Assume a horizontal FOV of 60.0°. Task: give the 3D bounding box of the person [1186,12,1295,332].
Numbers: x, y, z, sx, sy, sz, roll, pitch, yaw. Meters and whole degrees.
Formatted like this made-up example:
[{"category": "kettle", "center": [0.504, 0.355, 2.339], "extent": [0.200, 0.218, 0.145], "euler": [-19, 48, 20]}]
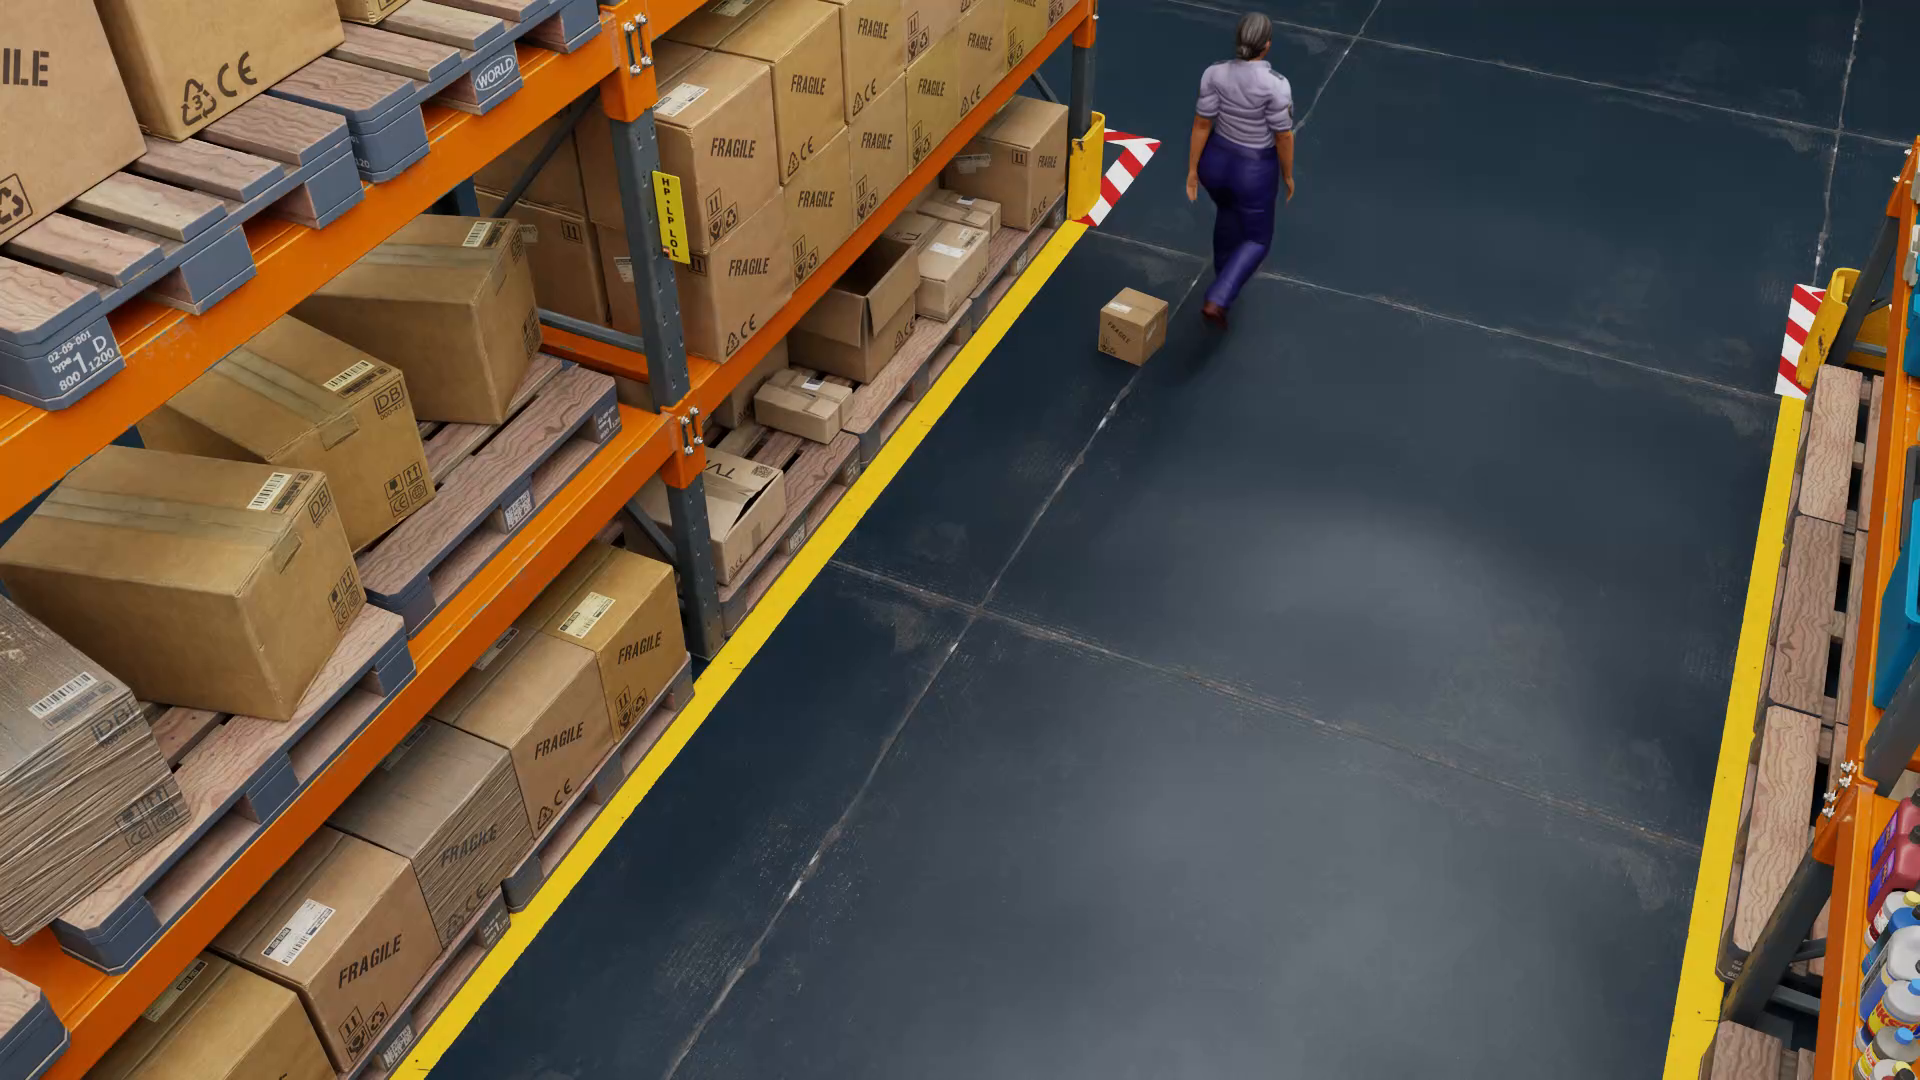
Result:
[{"category": "person", "center": [1.368, -1.802, 8.140], "extent": [0.496, 1.597, 0.863], "euler": [25, 48, 25]}]
